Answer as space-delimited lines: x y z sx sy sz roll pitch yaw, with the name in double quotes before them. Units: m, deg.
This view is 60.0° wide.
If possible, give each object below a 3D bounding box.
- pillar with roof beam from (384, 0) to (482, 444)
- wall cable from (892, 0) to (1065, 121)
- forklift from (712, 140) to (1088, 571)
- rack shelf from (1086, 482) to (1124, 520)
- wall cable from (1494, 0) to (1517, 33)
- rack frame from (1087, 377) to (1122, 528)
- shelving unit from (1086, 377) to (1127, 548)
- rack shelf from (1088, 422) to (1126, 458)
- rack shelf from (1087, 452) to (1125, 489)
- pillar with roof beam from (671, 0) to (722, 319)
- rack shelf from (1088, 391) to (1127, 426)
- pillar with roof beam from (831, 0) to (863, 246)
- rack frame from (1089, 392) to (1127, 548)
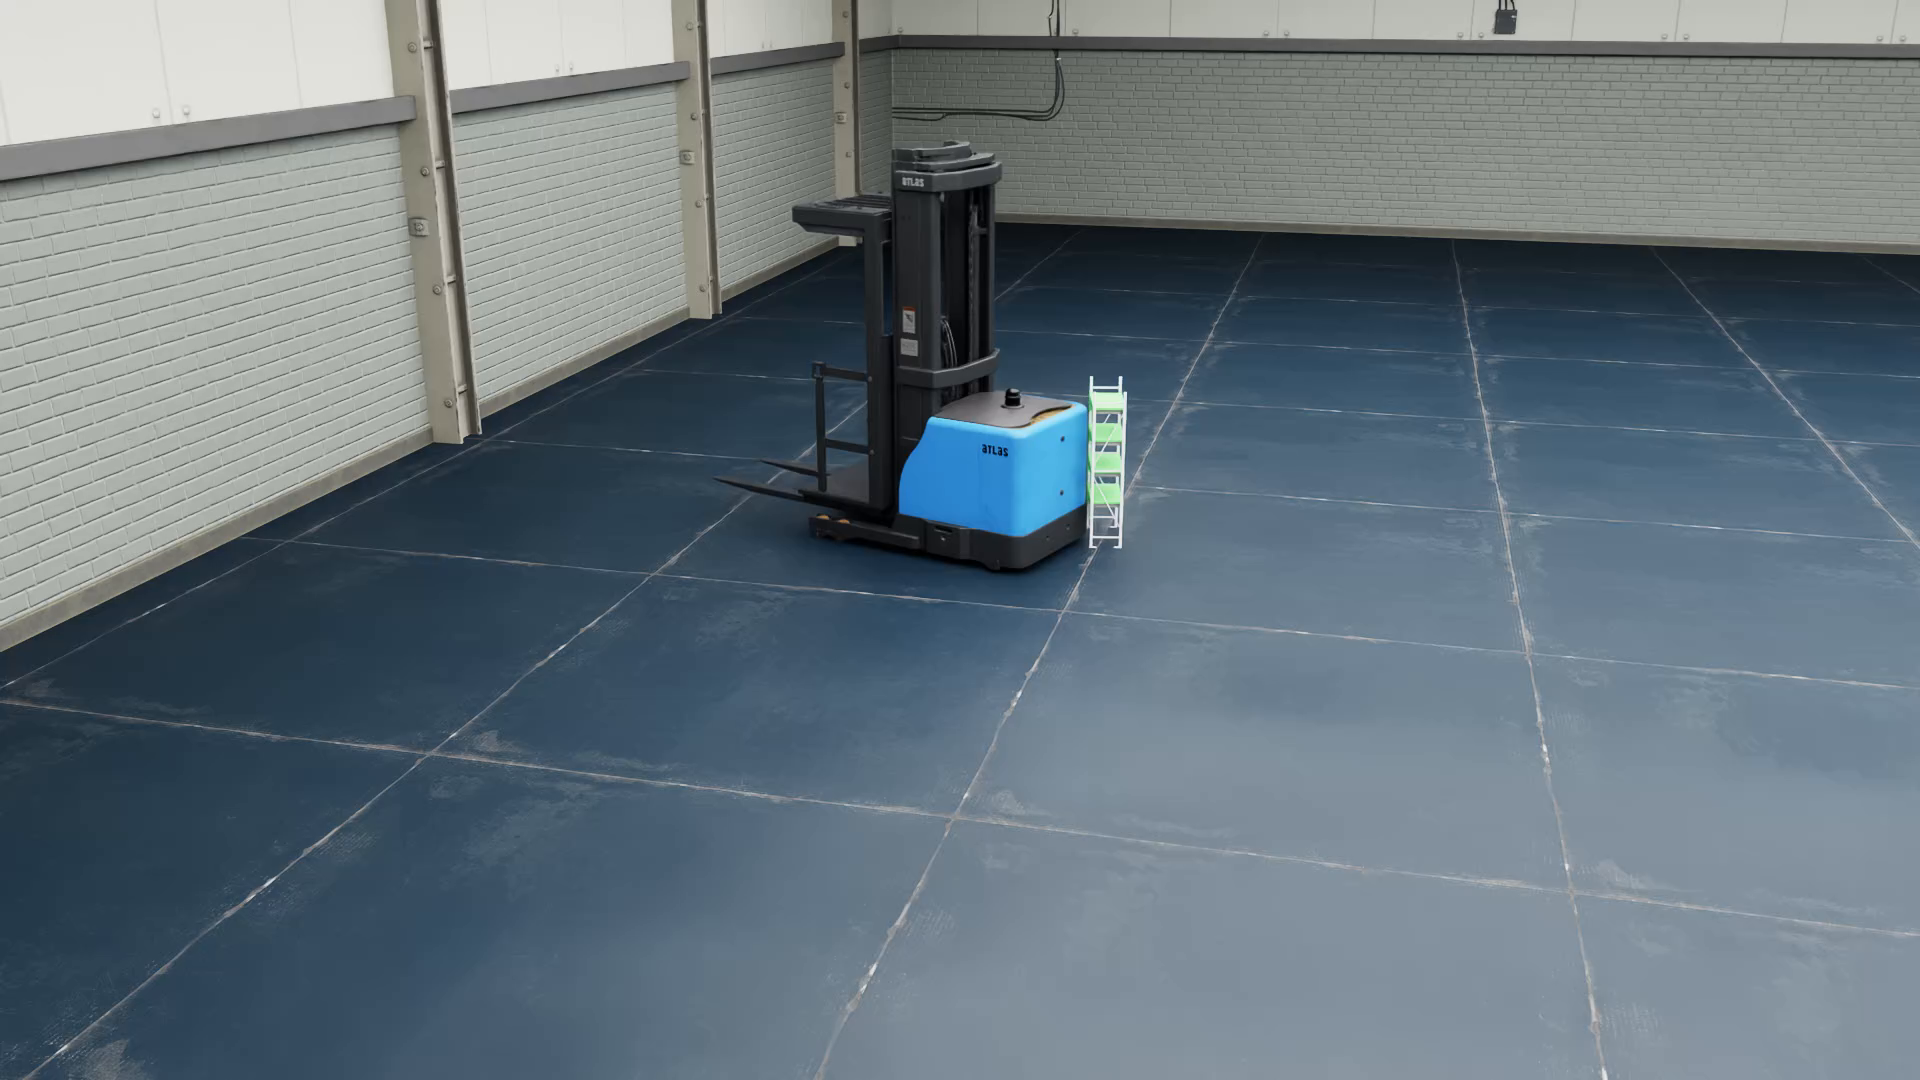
"pillar with roof beam" -0.513 -4.874 13.034 9.100 9.000 0.400 5 19 13
"wall cable" 0.246 -8.324 27.941 3.097 2.526 0.112 5 19 13
"forklift" -0.556 -1.508 12.569 3.031 2.935 1.130 12 22 31
"rack shelf" 1.100 -0.301 12.652 0.258 0.148 0.480 0 19 1
"wall cable" 9.448 -10.649 24.680 2.305 6.003 0.169 5 19 13
"rack frame" 1.105 -0.667 12.785 0.240 1.200 0.015 0 19 1
"shelving unit" 1.100 -0.588 12.554 0.258 1.200 0.503 0 19 1
"rack shelf" 1.100 -0.755 12.497 0.258 0.148 0.480 0 19 1
"rack shelf" 1.100 -0.528 12.574 0.258 0.148 0.480 0 19 1
"pillar with roof beam" 0.953 -6.754 18.540 9.100 9.000 0.400 5 19 13
"rack shelf" 1.100 -0.982 12.419 0.258 0.148 0.480 0 19 1
"pillar with roof beam" 2.419 -8.635 24.046 9.100 9.000 0.400 5 19 13
"rack frame" 1.095 -0.509 12.323 0.240 1.200 0.015 0 19 1
